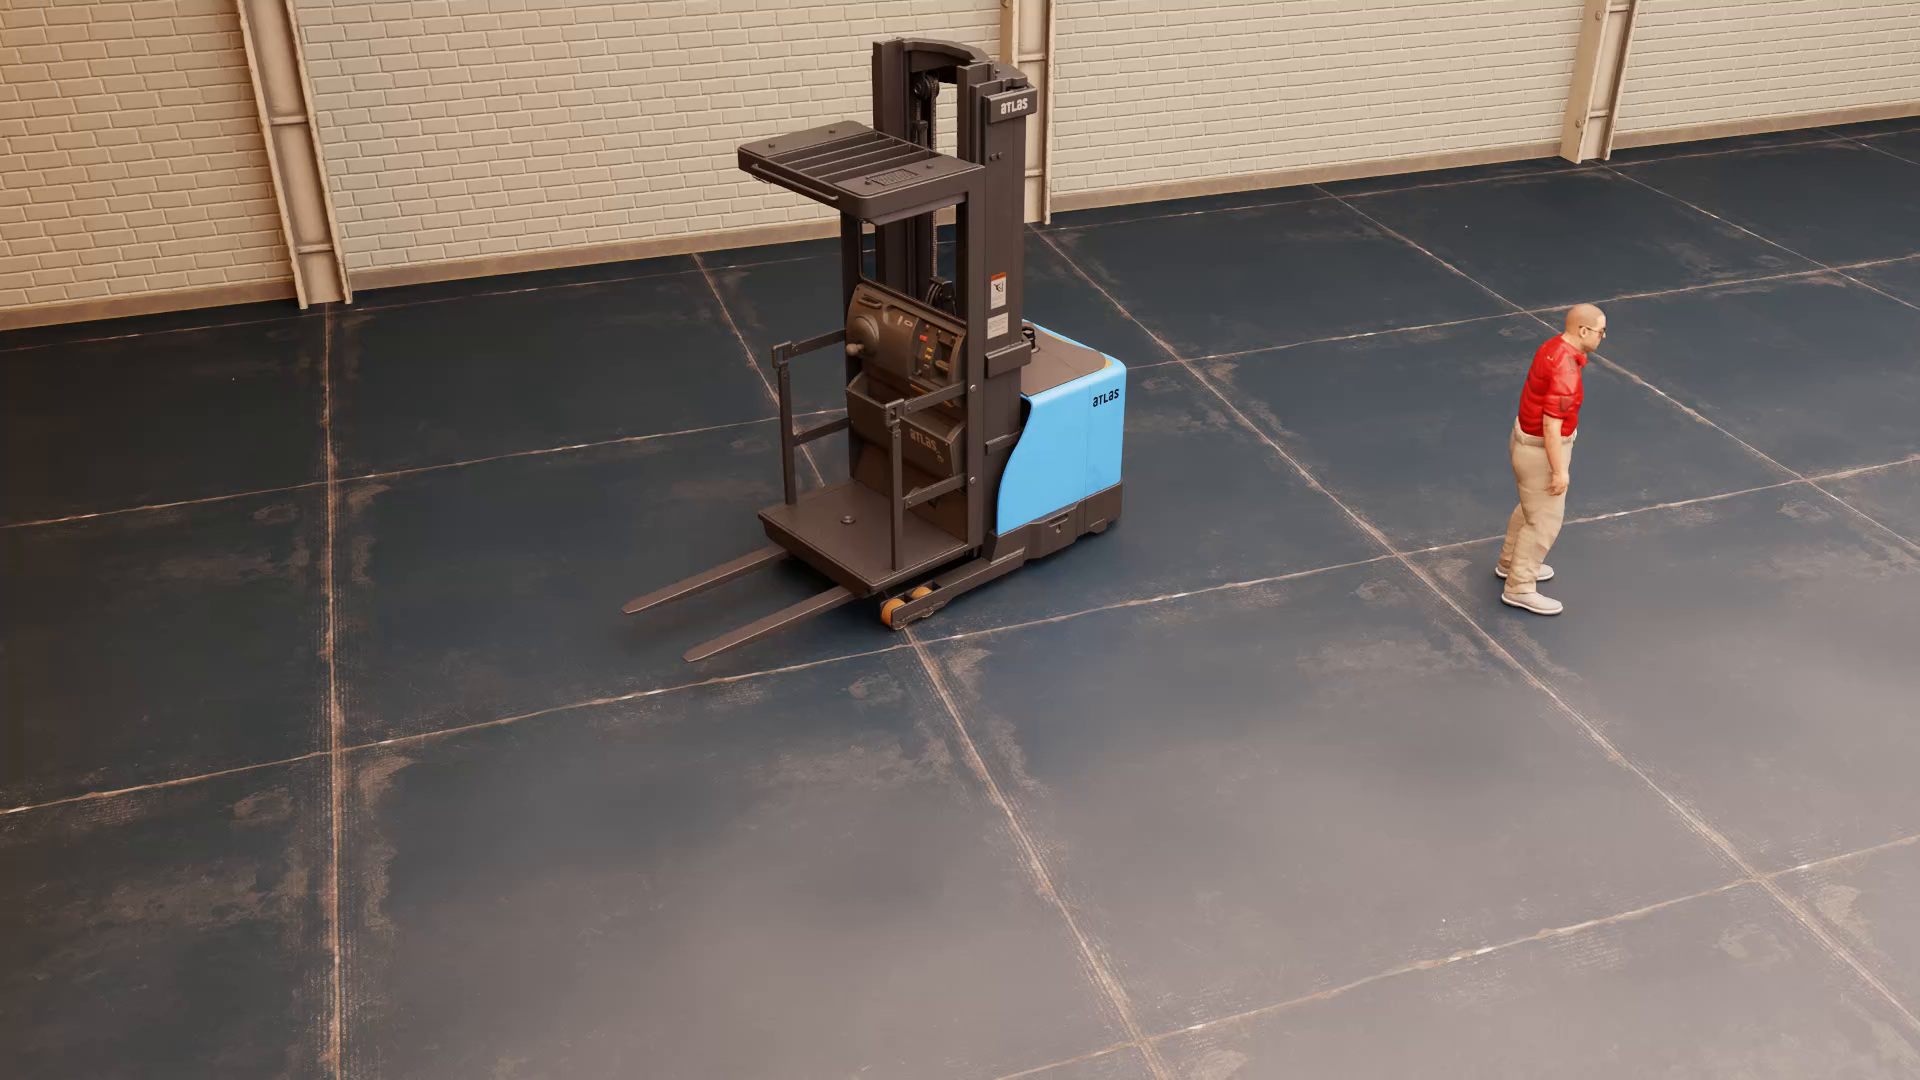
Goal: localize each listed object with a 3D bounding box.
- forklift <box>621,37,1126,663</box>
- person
[{"bbox_3d":[-0.461,-1.072,8.951,3.031,2.935,1.130,-23,37,-34],"label":"forklift"},{"bbox_3d":[3.226,-0.477,9.121,0.392,1.727,0.585,6,30,10],"label":"person"}]
